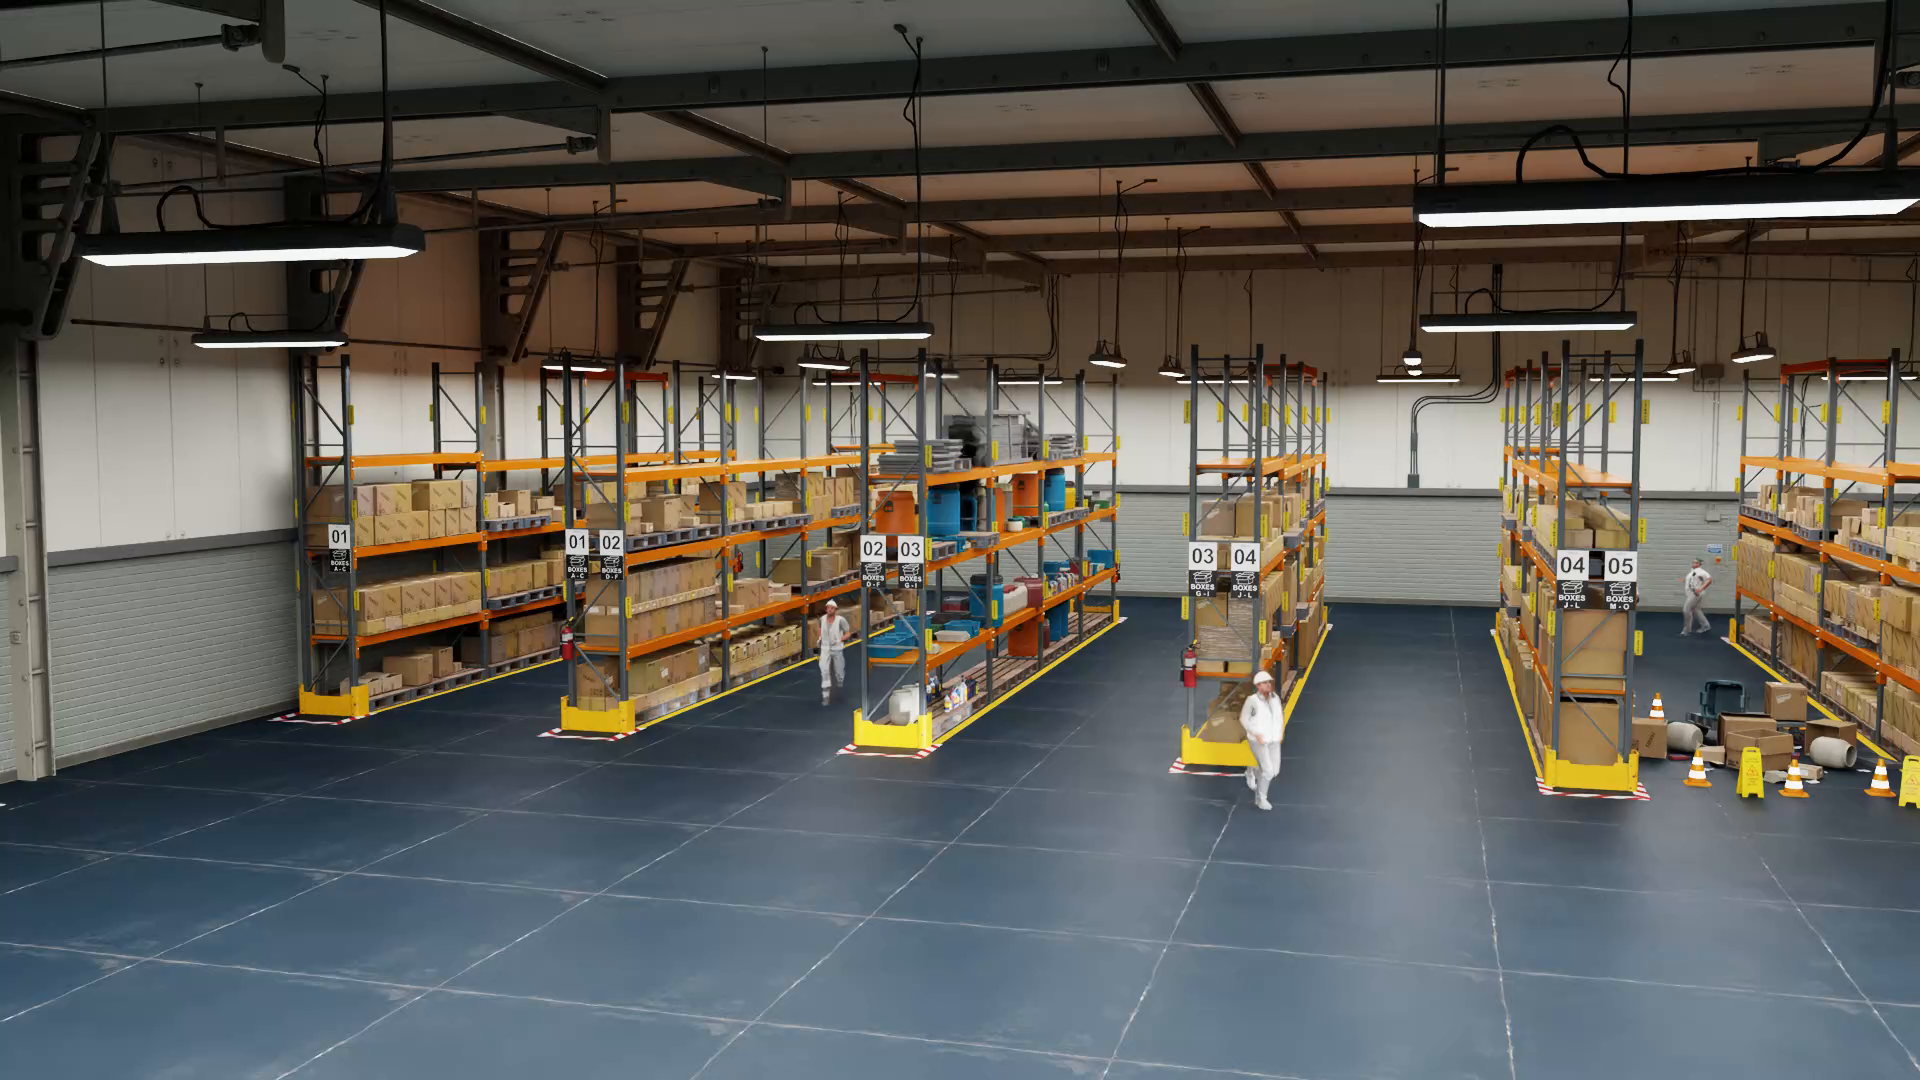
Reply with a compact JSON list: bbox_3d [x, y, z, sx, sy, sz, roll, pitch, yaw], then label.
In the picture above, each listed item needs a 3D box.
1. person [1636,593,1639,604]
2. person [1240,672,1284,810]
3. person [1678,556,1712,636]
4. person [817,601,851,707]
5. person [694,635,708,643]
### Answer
[{"bbox_3d":[14.063,1.537,35.279,0.578,1.691,0.769,0,4,2],"label":"person"},{"bbox_3d":[3.855,2.547,21.349,0.668,1.759,0.651,-2,5,-27],"label":"person"},{"bbox_3d":[16.715,1.282,37.810,0.762,1.834,0.642,1,4,11],"label":"person"},{"bbox_3d":[-2.208,1.947,29.069,0.626,1.801,1.150,0,4,5],"label":"person"},{"bbox_3d":[-5.447,1.617,34.708,0.678,1.545,0.808,1,4,8],"label":"person"}]
